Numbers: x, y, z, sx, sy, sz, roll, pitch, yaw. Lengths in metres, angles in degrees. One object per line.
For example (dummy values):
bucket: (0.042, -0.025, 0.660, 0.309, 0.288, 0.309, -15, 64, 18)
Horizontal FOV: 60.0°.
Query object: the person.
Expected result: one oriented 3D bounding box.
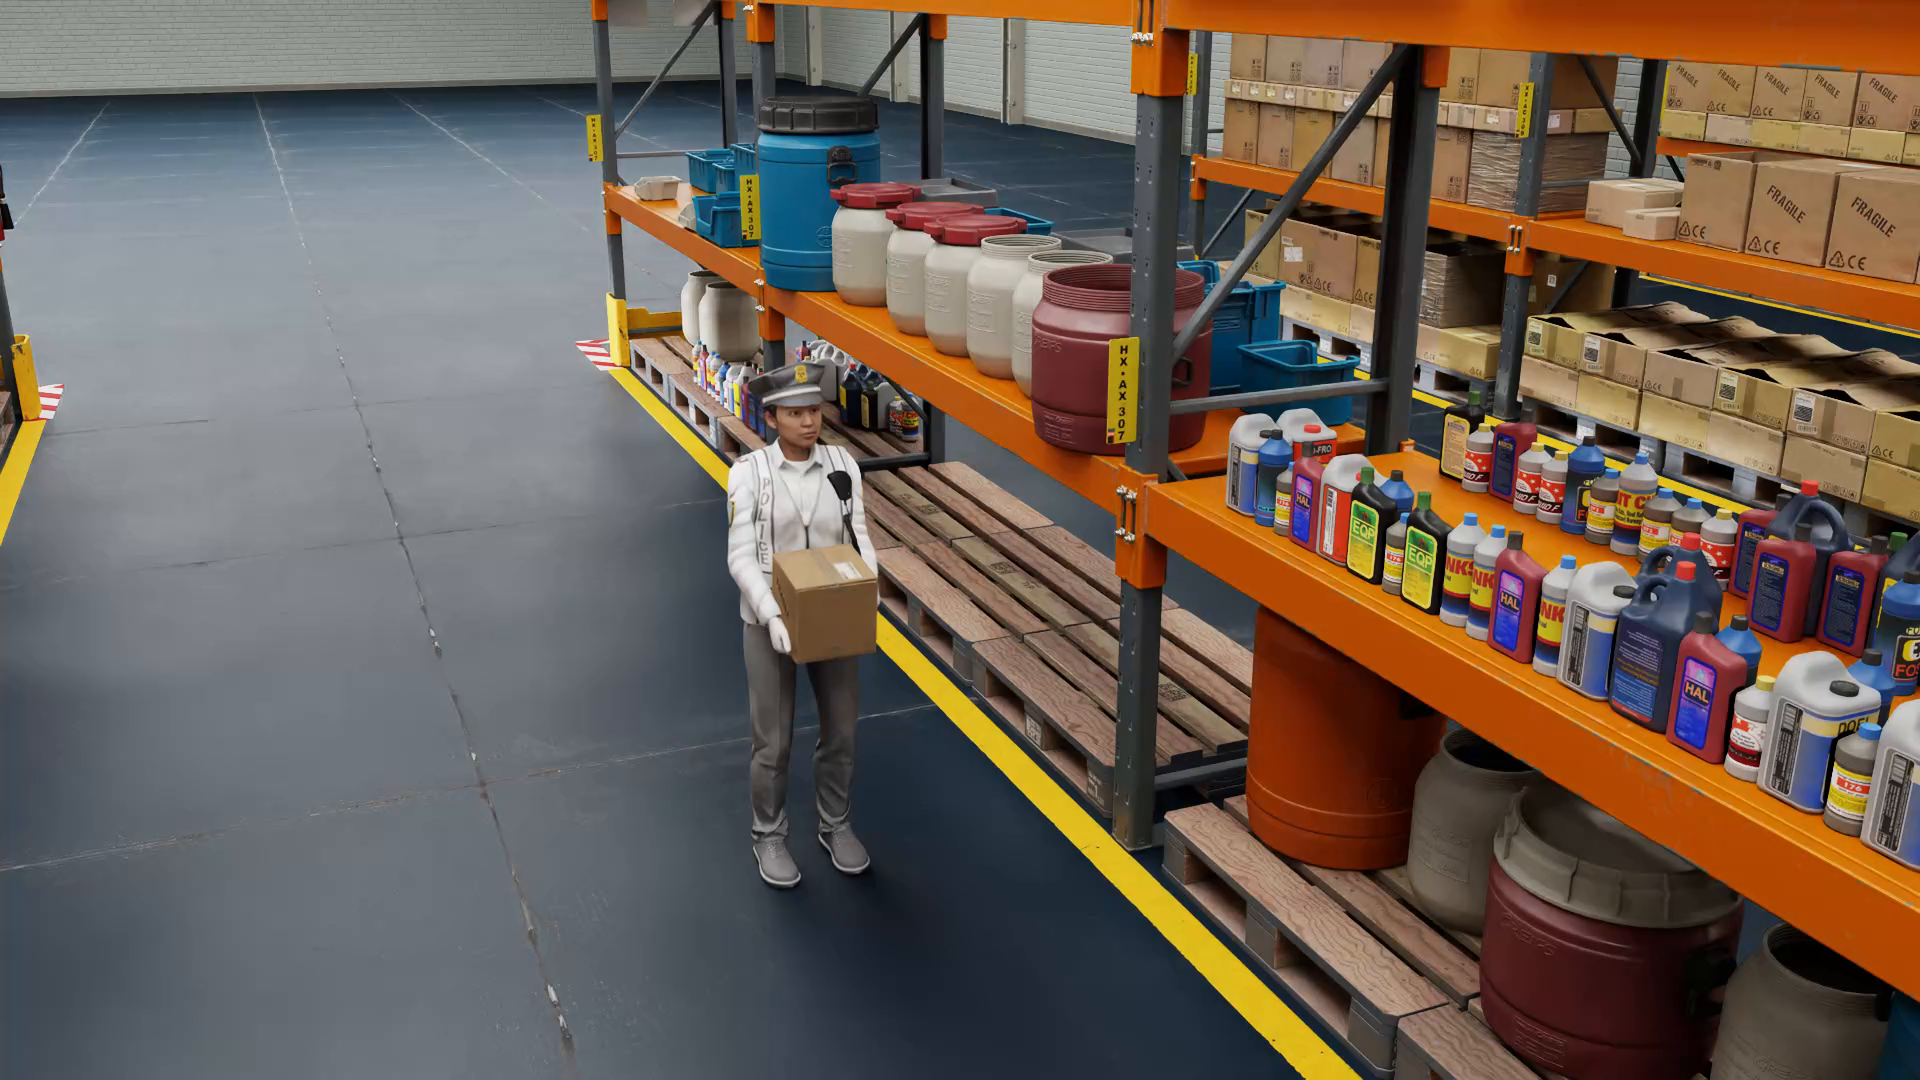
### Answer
person: (-0.482, 0.284, 5.204, 0.459, 1.686, 0.553, -8, 20, -21)
